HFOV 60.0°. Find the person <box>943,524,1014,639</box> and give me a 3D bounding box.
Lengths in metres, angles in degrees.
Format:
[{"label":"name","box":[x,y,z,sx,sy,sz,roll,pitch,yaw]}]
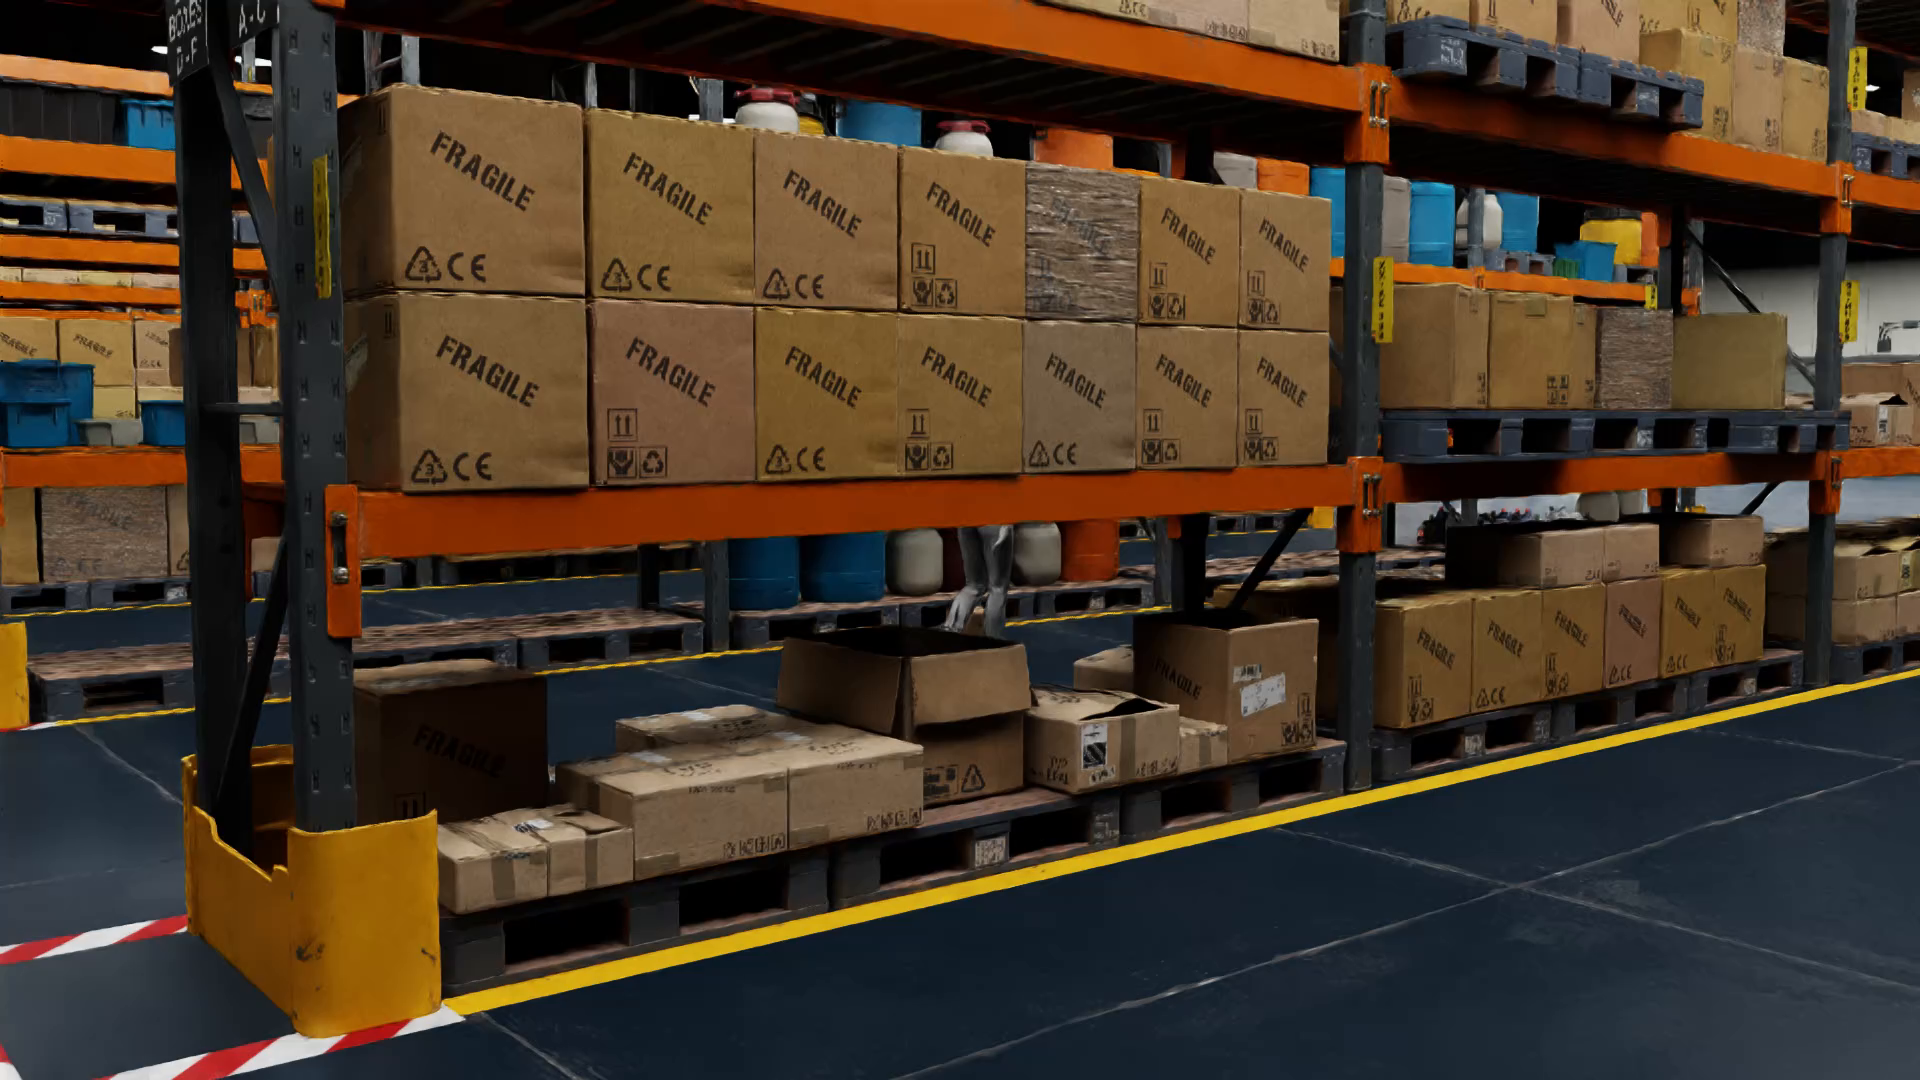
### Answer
[{"label":"person","box":[0.151,-0.067,9.695,0.493,1.652,0.616,3,5,36]}]
